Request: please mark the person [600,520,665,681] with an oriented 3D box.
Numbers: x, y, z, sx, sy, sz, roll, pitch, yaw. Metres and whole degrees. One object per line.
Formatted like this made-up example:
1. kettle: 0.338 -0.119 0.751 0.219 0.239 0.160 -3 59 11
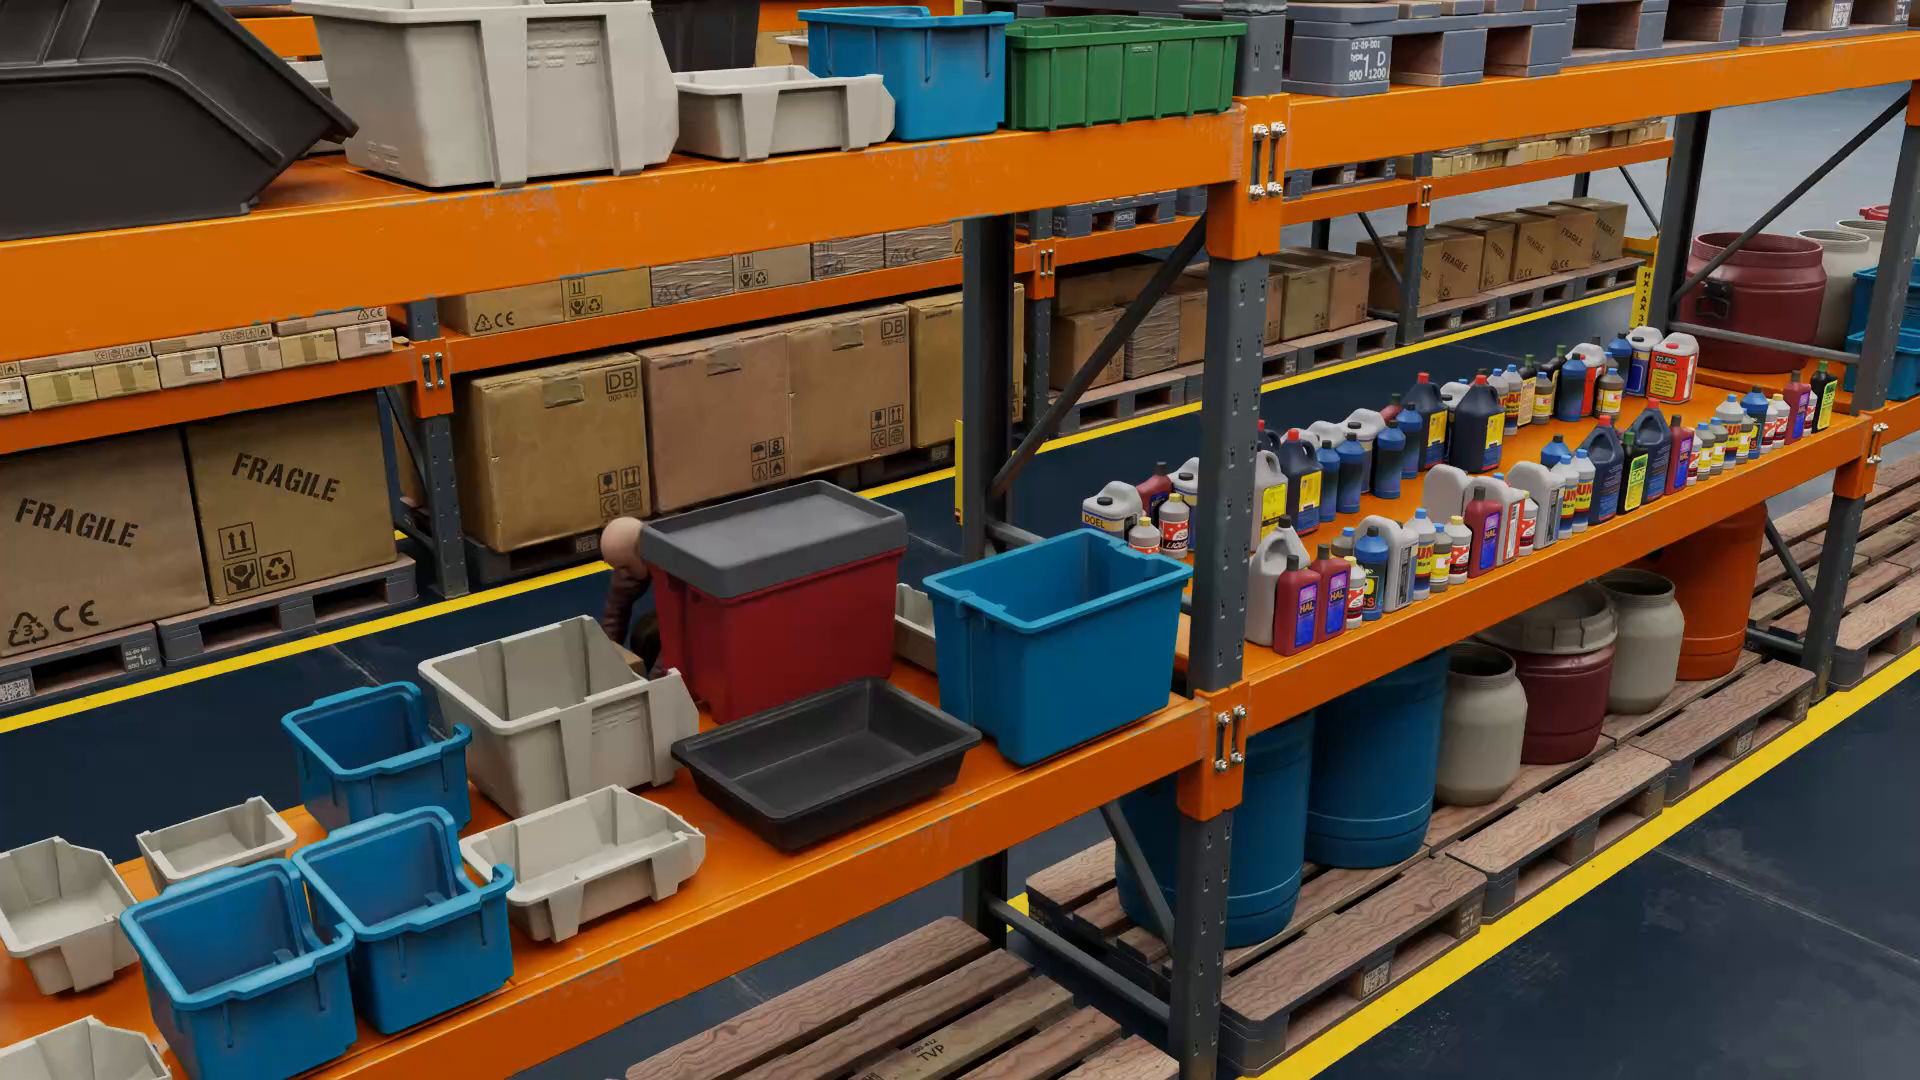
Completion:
1. person: -1.089 0.233 6.805 0.824 0.681 0.611 -17 27 -38
